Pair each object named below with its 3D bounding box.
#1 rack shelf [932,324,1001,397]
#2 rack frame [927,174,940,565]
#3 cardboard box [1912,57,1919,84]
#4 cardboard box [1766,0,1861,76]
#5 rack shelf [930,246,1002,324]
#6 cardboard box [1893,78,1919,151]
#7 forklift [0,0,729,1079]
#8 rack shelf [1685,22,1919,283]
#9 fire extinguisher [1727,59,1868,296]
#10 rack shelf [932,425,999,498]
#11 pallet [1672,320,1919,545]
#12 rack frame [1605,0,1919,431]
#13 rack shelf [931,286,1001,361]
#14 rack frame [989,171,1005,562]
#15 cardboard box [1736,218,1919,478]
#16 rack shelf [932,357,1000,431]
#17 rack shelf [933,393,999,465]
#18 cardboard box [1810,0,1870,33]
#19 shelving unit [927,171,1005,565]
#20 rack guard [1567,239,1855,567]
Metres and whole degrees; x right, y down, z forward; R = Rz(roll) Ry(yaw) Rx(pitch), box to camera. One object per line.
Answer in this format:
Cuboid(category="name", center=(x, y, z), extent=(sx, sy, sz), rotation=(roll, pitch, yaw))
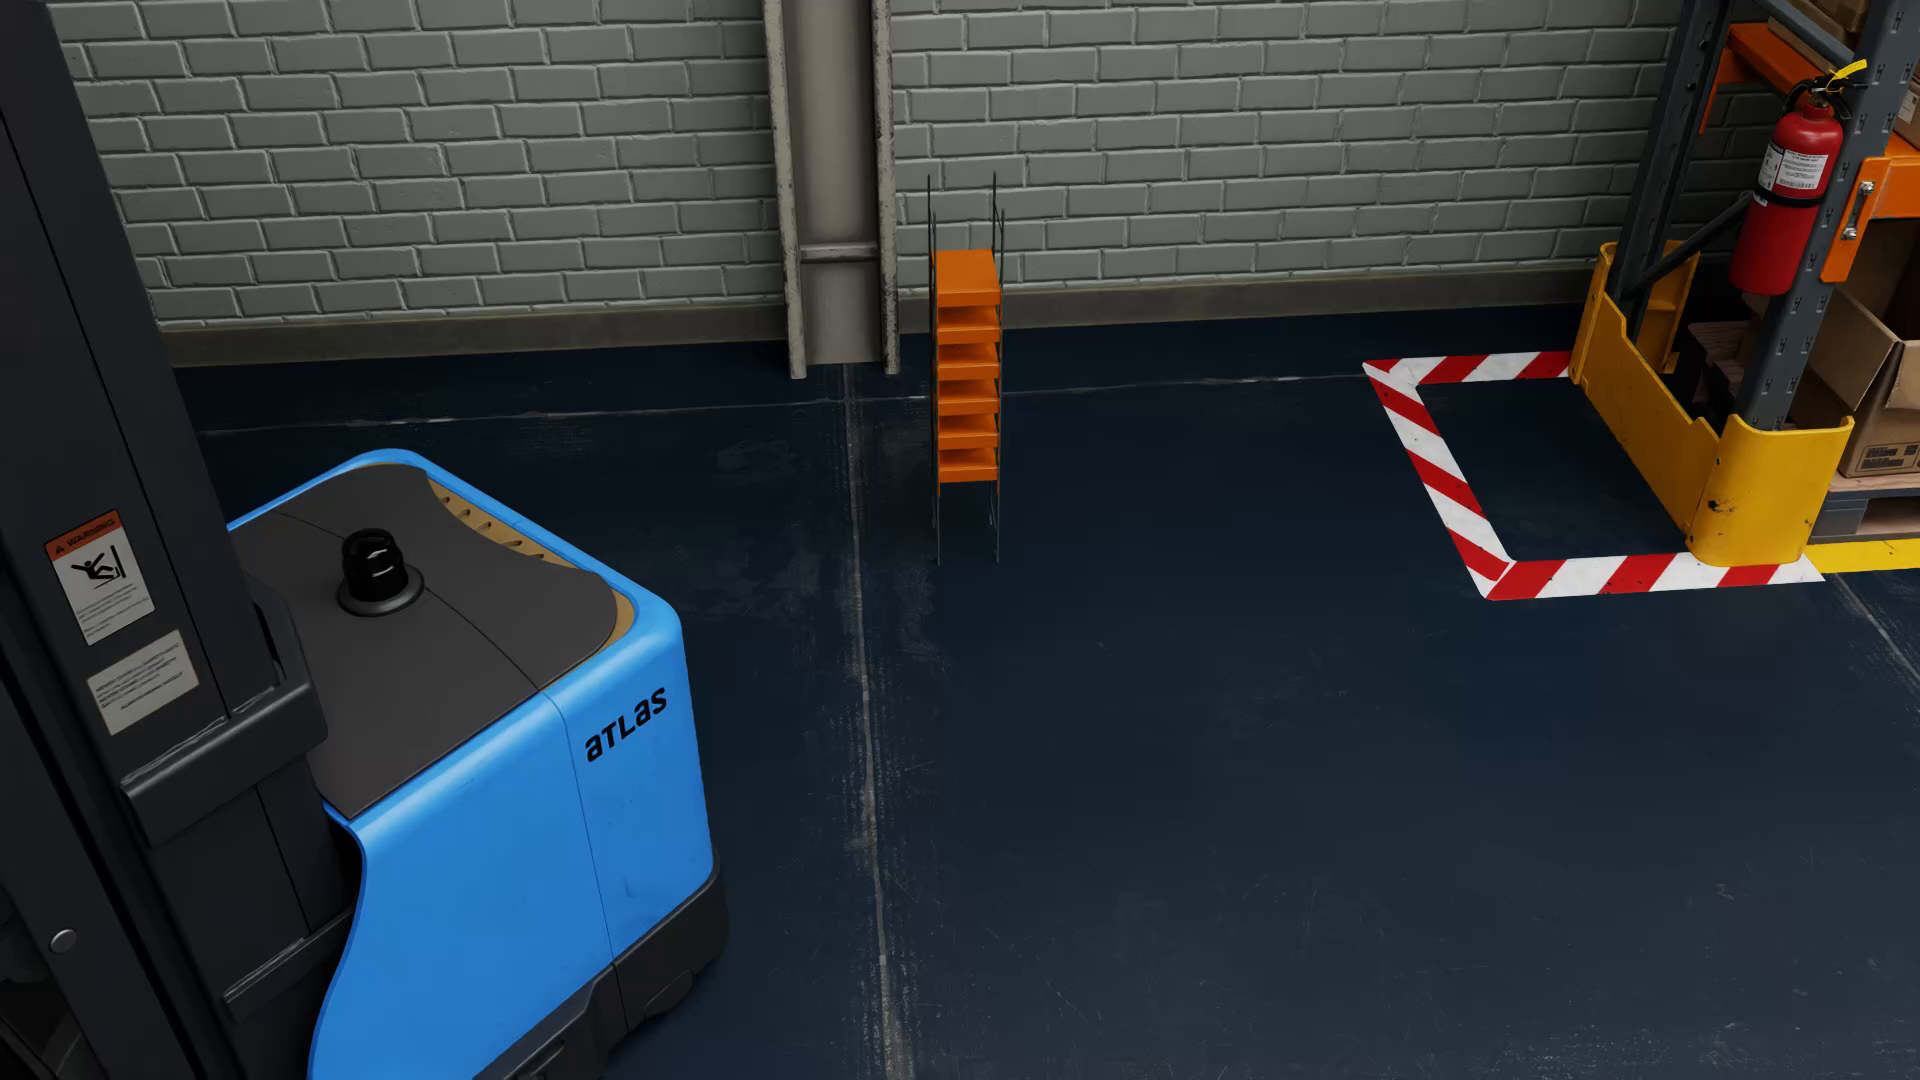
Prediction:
Cuboid(category="rack shelf", center=(0.014, -0.531, 4.833), extent=(0.180, 0.103, 0.258), rotation=(-3, 38, -4))
Cuboid(category="rack frame", center=(-0.077, -0.467, 4.873), extent=(0.006, 1.200, 0.240), rotation=(-3, 38, -4))
Cuboid(category="cardboard box", center=(2.813, -1.372, 4.448), extent=(0.500, 0.250, 0.500), rotation=(-3, 38, -4))
Cuboid(category="cardboard box", center=(2.644, -1.541, 4.984), extent=(0.250, 0.149, 0.380), rotation=(-4, 38, -4))
Cuboid(category="rack shelf", center=(0.014, -0.720, 4.684), extent=(0.180, 0.103, 0.258), rotation=(-3, 38, -4))
Cuboid(category="cardboard box", center=(2.689, -1.206, 4.559), extent=(0.250, 0.149, 0.380), rotation=(-3, 38, -4))
Cuboid(category="forklift", center=(-1.867, 0.354, 2.436), extent=(1.130, 2.935, 3.031), rotation=(27, 45, 30))
Cuboid(category="rack shelf", center=(4.330, -1.283, 5.035), extent=(4.000, 0.370, 1.077), rotation=(-3, 38, -4))
Cuboid(category="fire extinguisher", center=(2.232, -0.986, 4.441), extent=(0.183, 0.674, 0.296), rotation=(-3, 38, -4))
Cuboid(category="rack shelf", center=(0.014, -0.249, 5.056), extent=(0.180, 0.103, 0.258), rotation=(-3, 38, -4))
Cuboid(category="pallet", center=(3.207, -0.409, 5.599), extent=(1.213, 0.211, 1.003), rotation=(-3, 38, -4))
Cuboid(category="rack frame", center=(2.338, -1.456, 4.673), extent=(0.127, 3.000, 1.000), rotation=(-3, 38, -4))
Cuboid(category="rack shelf", center=(0.014, -0.625, 4.758), extent=(0.180, 0.103, 0.258), rotation=(-3, 38, -4))
Cuboid(category="rack frame", center=(0.106, -0.477, 4.886), extent=(0.006, 1.200, 0.240), rotation=(-3, 38, -4))
Cuboid(category="cardboard box", center=(2.955, -0.616, 5.285), extent=(0.637, 0.503, 0.797), rotation=(-5, 39, -6))
Cuboid(category="rack shelf", center=(0.014, -0.437, 4.907), extent=(0.180, 0.103, 0.258), rotation=(-3, 38, -4))
Cuboid(category="rack shelf", center=(0.014, -0.343, 4.981), extent=(0.180, 0.103, 0.258), rotation=(-3, 38, -4))
Cuboid(category="cardboard box", center=(2.772, -1.702, 4.867), extent=(0.500, 0.250, 0.500), rotation=(-2, 38, -3))
Cuboid(category="shelving unit", center=(0.014, -0.472, 4.879), extent=(0.189, 1.200, 0.258), rotation=(-3, 38, -4))
Cuboid(category="rack guard", center=(2.413, -0.478, 5.453), extent=(0.348, 0.500, 1.175), rotation=(-3, 38, -4))
